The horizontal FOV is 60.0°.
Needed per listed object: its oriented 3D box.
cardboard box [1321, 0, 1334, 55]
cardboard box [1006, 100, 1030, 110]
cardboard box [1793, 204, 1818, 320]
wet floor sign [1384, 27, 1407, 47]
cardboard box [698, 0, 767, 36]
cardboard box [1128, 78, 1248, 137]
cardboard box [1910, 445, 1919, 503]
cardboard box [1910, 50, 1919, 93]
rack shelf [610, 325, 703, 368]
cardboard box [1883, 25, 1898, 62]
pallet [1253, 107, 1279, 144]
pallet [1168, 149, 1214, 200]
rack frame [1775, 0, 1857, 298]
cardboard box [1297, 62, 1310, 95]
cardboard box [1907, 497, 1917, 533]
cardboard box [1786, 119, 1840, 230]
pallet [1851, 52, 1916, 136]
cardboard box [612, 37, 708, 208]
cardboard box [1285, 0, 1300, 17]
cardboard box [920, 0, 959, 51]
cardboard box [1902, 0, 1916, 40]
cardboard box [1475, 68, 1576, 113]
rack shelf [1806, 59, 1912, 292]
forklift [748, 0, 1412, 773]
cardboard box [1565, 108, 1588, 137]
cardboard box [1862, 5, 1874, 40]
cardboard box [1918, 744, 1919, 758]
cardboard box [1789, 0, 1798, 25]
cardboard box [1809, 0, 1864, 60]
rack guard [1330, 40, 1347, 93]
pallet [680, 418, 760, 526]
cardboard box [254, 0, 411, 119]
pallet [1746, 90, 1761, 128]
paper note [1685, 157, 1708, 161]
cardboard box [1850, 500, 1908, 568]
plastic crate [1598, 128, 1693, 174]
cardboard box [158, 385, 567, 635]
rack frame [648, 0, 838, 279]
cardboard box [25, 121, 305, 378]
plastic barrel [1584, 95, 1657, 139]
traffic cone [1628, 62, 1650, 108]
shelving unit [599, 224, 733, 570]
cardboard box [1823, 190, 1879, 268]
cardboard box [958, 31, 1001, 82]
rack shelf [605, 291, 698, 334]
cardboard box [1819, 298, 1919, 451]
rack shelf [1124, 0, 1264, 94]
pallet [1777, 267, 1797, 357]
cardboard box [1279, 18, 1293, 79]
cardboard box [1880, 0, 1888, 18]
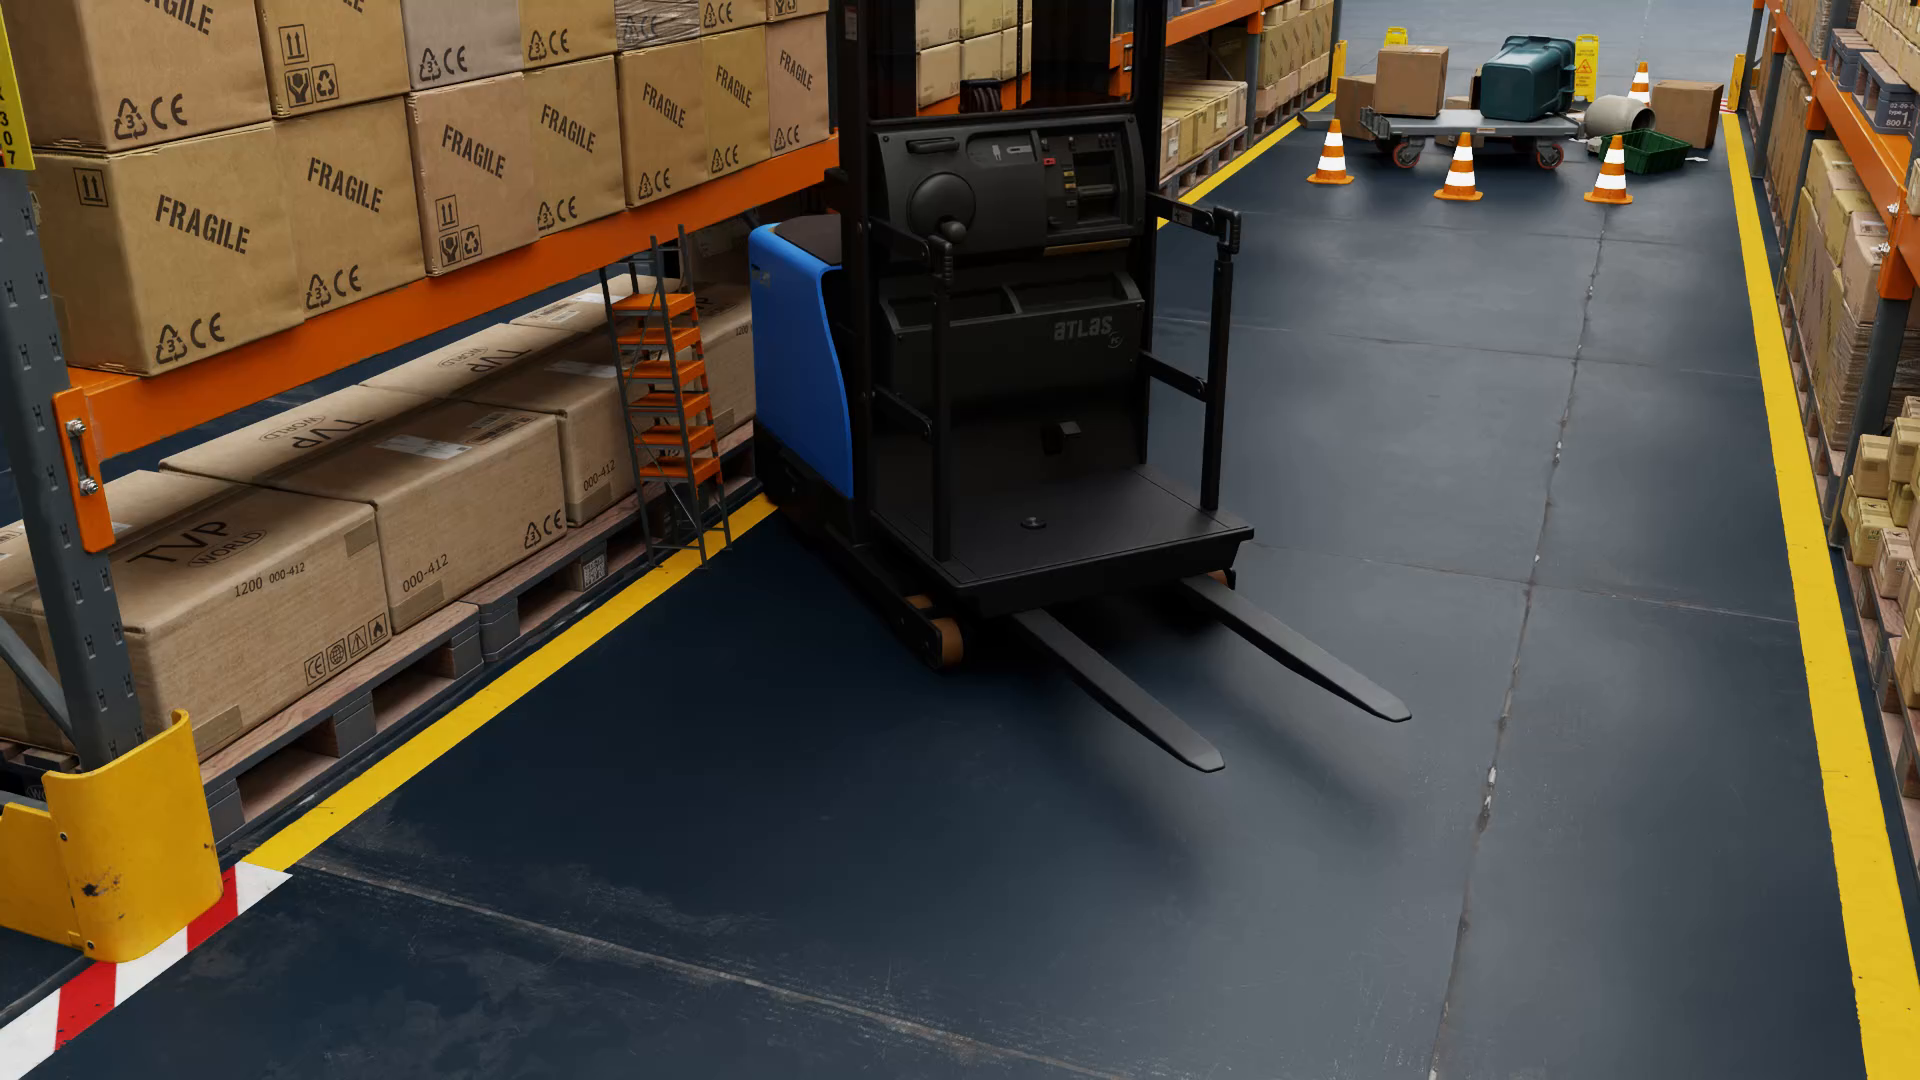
[{"bbox_3d":[3.480,-5.214,16.890,0.500,0.500,0.500,9,24,20],"label":"cardboard box"},{"bbox_3d":[-0.105,-2.063,9.510,0.875,0.875,0.875,9,24,21],"label":"cardboard box"},{"bbox_3d":[4.514,-1.375,8.348,0.500,0.500,0.500,9,24,21],"label":"cardboard box"},{"bbox_3d":[4.599,-5.095,17.611,0.267,0.644,0.232,19,29,38],"label":"wet floor sign"},{"bbox_3d":[-1.037,-2.091,5.938,0.500,0.500,0.500,8,24,19],"label":"cardboard box"},{"bbox_3d":[1.857,-3.629,13.910,0.950,0.372,0.625,9,24,21],"label":"cardboard box"},{"bbox_3d":[3.185,-0.172,5.151,0.380,0.149,0.250,8,24,19],"label":"cardboard box"},{"bbox_3d":[3.959,-1.820,6.496,0.380,0.149,0.250,8,24,17],"label":"cardboard box"},{"bbox_3d":[-1.049,-0.671,5.765,0.258,0.103,0.180,3,23,21],"label":"rack shelf"},{"bbox_3d":[4.353,-2.203,7.414,0.380,0.149,0.250,9,24,21],"label":"cardboard box"},{"bbox_3d":[2.266,-3.794,15.059,1.003,0.211,1.213,9,24,20],"label":"pallet"},{"bbox_3d":[1.310,-2.832,12.755,1.003,0.211,1.213,9,24,20],"label":"pallet"},{"bbox_3d":[5.197,-2.731,8.897,1.000,3.000,0.127,9,24,20],"label":"rack frame"},{"bbox_3d":[3.096,-4.492,16.134,0.500,0.250,0.500,8,24,18],"label":"cardboard box"},{"bbox_3d":[3.212,-0.036,5.212,0.380,0.149,0.250,9,24,20],"label":"cardboard box"},{"bbox_3d":[5.507,-2.092,9.741,1.050,0.750,0.750,8,24,19],"label":"cardboard box"},{"bbox_3d":[4.500,-1.929,7.224,1.003,0.211,1.213,9,24,20],"label":"pallet"},{"bbox_3d":[-1.216,-1.449,5.698,0.500,0.500,0.500,8,24,19],"label":"cardboard box"},{"bbox_3d":[2.908,-4.895,15.286,0.380,0.149,0.250,10,25,23],"label":"cardboard box"},{"bbox_3d":[-0.329,-2.442,7.750,0.500,0.250,0.500,9,24,21],"label":"cardboard box"},{"bbox_3d":[4.162,-2.158,6.920,0.380,0.149,0.250,9,24,20],"label":"cardboard box"},{"bbox_3d":[5.233,-4.124,15.470,0.797,0.503,0.637,-7,24,-17],"label":"cardboard box"},{"bbox_3d":[4.454,-1.684,7.323,1.077,0.370,4.000,9,24,20],"label":"rack shelf"},{"bbox_3d":[0.272,-1.135,5.165,1.130,2.935,3.031,-11,25,-24],"label":"forklift"},{"bbox_3d":[5.611,-3.780,14.955,0.396,0.266,0.258,13,26,29],"label":"cardboard box"},{"bbox_3d":[4.744,-2.582,8.321,0.380,0.149,0.250,10,25,23],"label":"cardboard box"},{"bbox_3d":[2.643,0.561,4.170,0.380,0.149,0.250,9,24,21],"label":"cardboard box"},{"bbox_3d":[5.863,-3.700,11.086,0.500,0.500,0.500,9,24,20],"label":"cardboard box"},{"bbox_3d":[5.115,-2.977,9.356,0.500,0.500,0.500,9,24,20],"label":"cardboard box"},{"bbox_3d":[3.507,-5.086,17.778,1.175,0.500,0.348,9,24,20],"label":"rack guard"},{"bbox_3d":[-1.277,-0.425,6.993,1.003,0.211,1.213,9,24,20],"label":"pallet"},{"bbox_3d":[-1.780,-1.365,4.200,0.500,0.500,0.500,8,24,19],"label":"cardboard box"},{"bbox_3d":[7.944,-4.010,15.577,1.003,0.211,1.213,9,24,20],"label":"pallet"},{"bbox_3d":[6.092,-3.163,13.783,0.147,0.020,0.142,-7,24,-17],"label":"paper note"},{"bbox_3d":[3.179,0.001,5.509,0.380,0.149,0.250,10,24,22],"label":"cardboard box"},{"bbox_3d":[5.531,-3.142,13.453,0.662,0.188,0.450,-17,38,-35],"label":"plastic crate"},{"bbox_3d":[-1.923,-0.132,5.453,0.875,0.438,0.875,9,24,21],"label":"cardboard box"},{"bbox_3d":[-0.922,-1.973,7.081,1.000,3.000,0.127,9,24,20],"label":"rack frame"},{"bbox_3d":[-1.963,-0.718,3.947,0.500,0.500,0.500,9,24,20],"label":"cardboard box"},{"bbox_3d":[5.680,-3.600,14.318,0.421,0.421,0.512,-12,25,-26],"label":"plastic barrel"},{"bbox_3d":[6.653,-4.437,16.272,0.336,0.463,0.334,9,24,20],"label":"traffic cone"},{"bbox_3d":[-1.031,-0.489,5.835,0.258,1.200,0.189,3,23,21],"label":"shelving unit"},{"bbox_3d":[4.140,-1.362,7.345,0.500,0.250,0.500,8,24,18],"label":"cardboard box"},{"bbox_3d":[-0.118,-2.389,8.273,0.500,0.250,0.500,9,24,20],"label":"cardboard box"},{"bbox_3d":[-1.060,-0.783,5.722,0.258,0.103,0.180,3,23,21],"label":"rack shelf"},{"bbox_3d":[3.752,-0.641,6.592,0.500,0.500,0.500,8,24,19],"label":"cardboard box"},{"bbox_3d":[1.307,-3.788,12.359,1.077,0.370,4.000,9,24,20],"label":"rack shelf"},{"bbox_3d":[4.905,-1.165,8.766,1.003,0.211,1.213,9,24,20],"label":"pallet"},{"bbox_3d":[2.707,-4.472,15.114,0.500,0.500,0.500,10,25,22],"label":"cardboard box"},{"bbox_3d":[4.543,-2.519,7.783,0.380,0.149,0.250,9,24,20],"label":"cardboard box"}]
